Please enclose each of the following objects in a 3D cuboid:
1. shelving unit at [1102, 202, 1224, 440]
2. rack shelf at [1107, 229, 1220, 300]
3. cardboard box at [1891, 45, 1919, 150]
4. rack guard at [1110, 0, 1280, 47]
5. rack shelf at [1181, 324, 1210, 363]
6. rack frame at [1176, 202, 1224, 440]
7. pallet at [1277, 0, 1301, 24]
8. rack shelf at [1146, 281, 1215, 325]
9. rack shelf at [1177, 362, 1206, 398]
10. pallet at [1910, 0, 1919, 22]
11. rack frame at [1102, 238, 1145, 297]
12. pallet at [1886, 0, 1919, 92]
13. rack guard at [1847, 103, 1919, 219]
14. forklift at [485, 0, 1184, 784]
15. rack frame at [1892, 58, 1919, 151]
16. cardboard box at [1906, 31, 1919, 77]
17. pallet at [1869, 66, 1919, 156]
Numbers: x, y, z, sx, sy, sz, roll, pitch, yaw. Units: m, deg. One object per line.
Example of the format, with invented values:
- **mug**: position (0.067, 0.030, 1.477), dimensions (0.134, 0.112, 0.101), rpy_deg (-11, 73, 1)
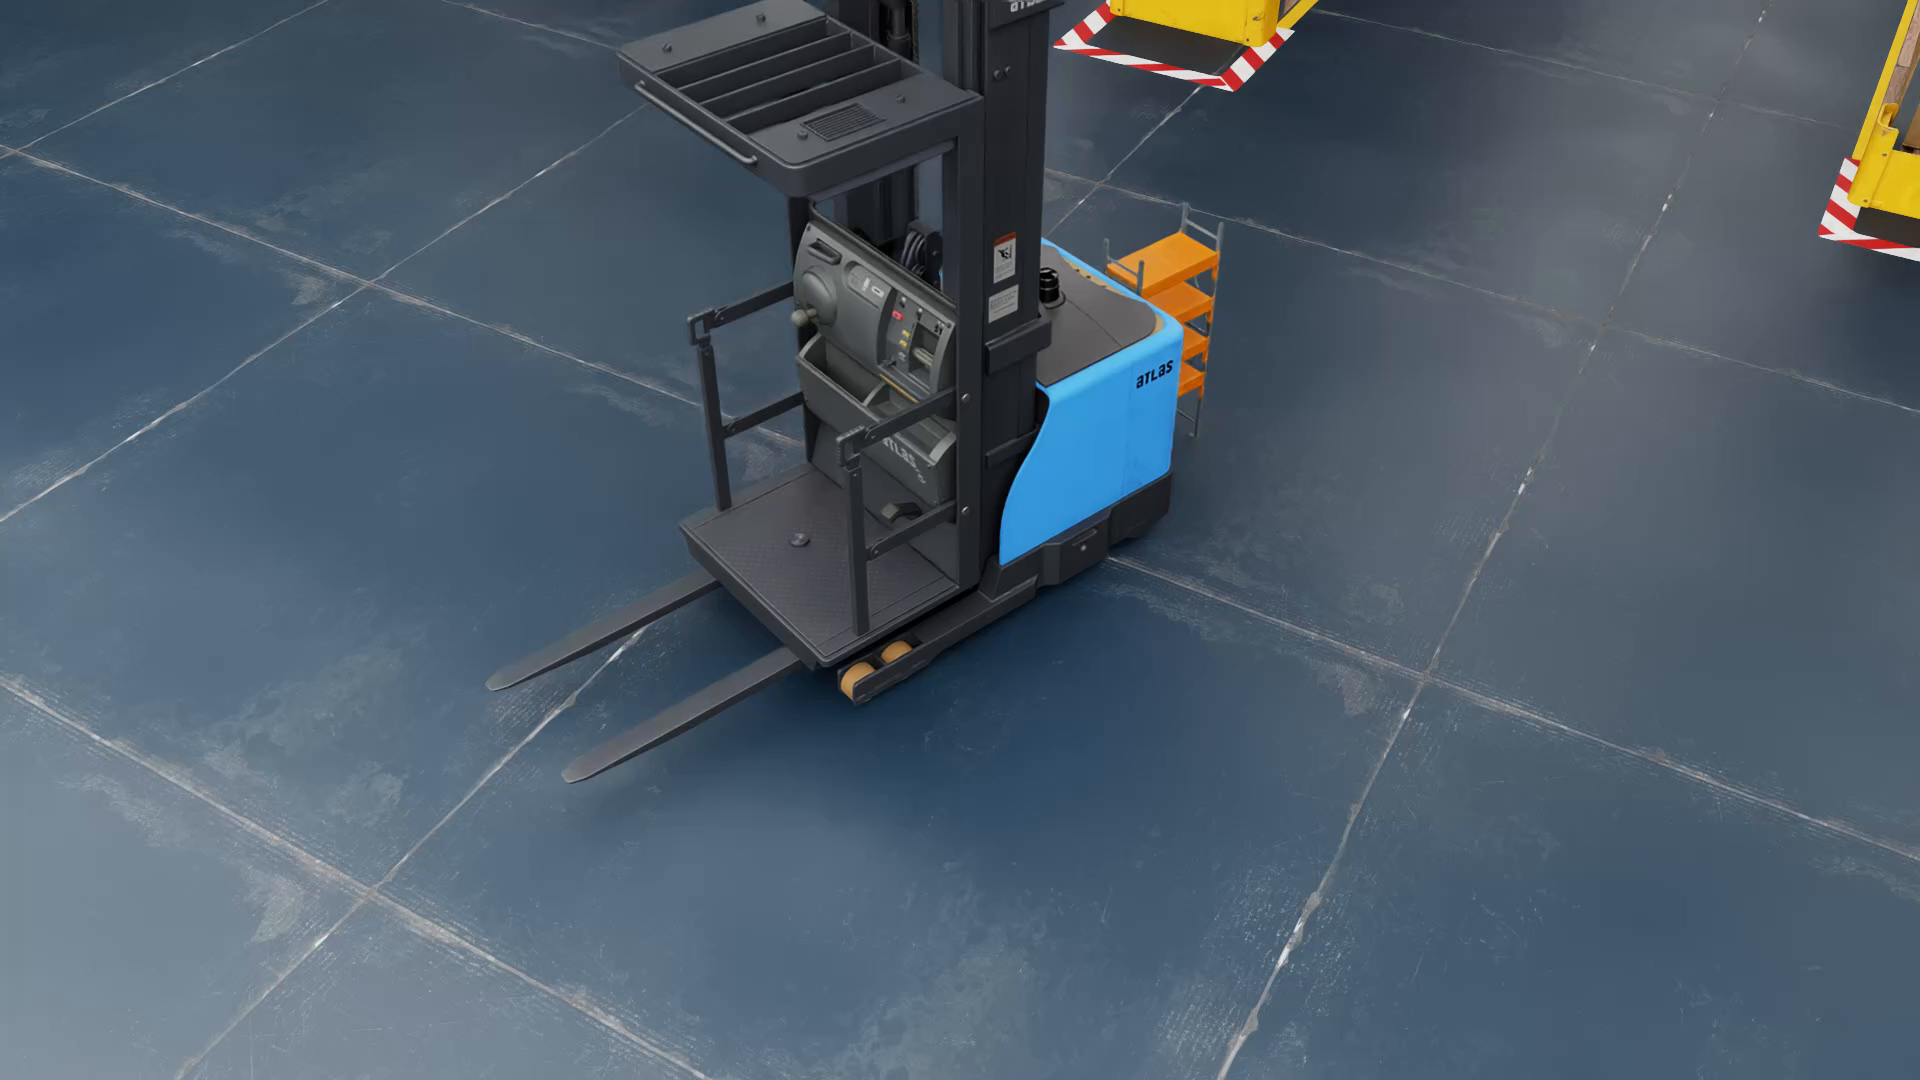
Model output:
- **shelving unit**: position (0.896, -0.902, 7.682), dimensions (0.503, 1.200, 0.258), rpy_deg (-28, 49, -28)
- **rack shelf**: position (0.896, -1.197, 7.422), dimensions (0.480, 0.148, 0.258), rpy_deg (-28, 49, -28)
- **cardboard box**: position (6.122, -2.810, 9.776), dimensions (0.875, 0.875, 0.875), rpy_deg (21, 46, 22)
- **rack guard**: position (1.634, -3.843, 11.551), dimensions (1.175, 0.500, 0.348), rpy_deg (21, 45, 22)
- **rack shelf**: position (0.896, -0.852, 7.727), dimensions (0.480, 0.148, 0.258), rpy_deg (-28, 49, -28)
- **rack frame**: position (1.085, -1.004, 7.798), dimensions (0.015, 1.200, 0.240), rpy_deg (-28, 49, -28)
- **pallet**: position (2.072, -4.188, 12.162), dimensions (1.003, 0.211, 1.213), rpy_deg (21, 45, 22)
- **rack shelf**: position (0.896, -1.020, 7.579), dimensions (0.480, 0.148, 0.258), rpy_deg (-28, 49, -28)
- **rack shelf**: position (0.896, -0.703, 7.858), dimensions (0.480, 0.148, 0.258), rpy_deg (-28, 49, -28)
- **pallet**: position (7.393, -3.873, 11.804), dimensions (1.003, 0.211, 1.213), rpy_deg (21, 45, 22)
- **rack frame**: position (0.707, -0.800, 7.566), dimensions (0.015, 1.200, 0.240), rpy_deg (-28, 49, -28)
- **pallet**: position (6.784, -3.172, 11.008), dimensions (1.003, 0.211, 1.213), rpy_deg (21, 45, 22)
- **rack guard**: position (5.828, -2.088, 9.558), dimensions (1.175, 0.500, 0.348), rpy_deg (21, 45, 22)
- **forklift**: position (-0.501, -0.829, 6.289), dimensions (3.031, 2.935, 1.130), rpy_deg (-28, 49, -28)
- **rack frame**: position (5.840, -3.040, 8.748), dimensions (1.000, 3.000, 0.127), rpy_deg (21, 45, 22)
- **cardboard box**: position (6.561, -3.314, 10.349), dimensions (0.875, 0.875, 0.875), rpy_deg (20, 45, 21)
- **pallet**: position (6.172, -2.477, 10.218), dimensions (1.003, 0.211, 1.213), rpy_deg (21, 45, 22)
